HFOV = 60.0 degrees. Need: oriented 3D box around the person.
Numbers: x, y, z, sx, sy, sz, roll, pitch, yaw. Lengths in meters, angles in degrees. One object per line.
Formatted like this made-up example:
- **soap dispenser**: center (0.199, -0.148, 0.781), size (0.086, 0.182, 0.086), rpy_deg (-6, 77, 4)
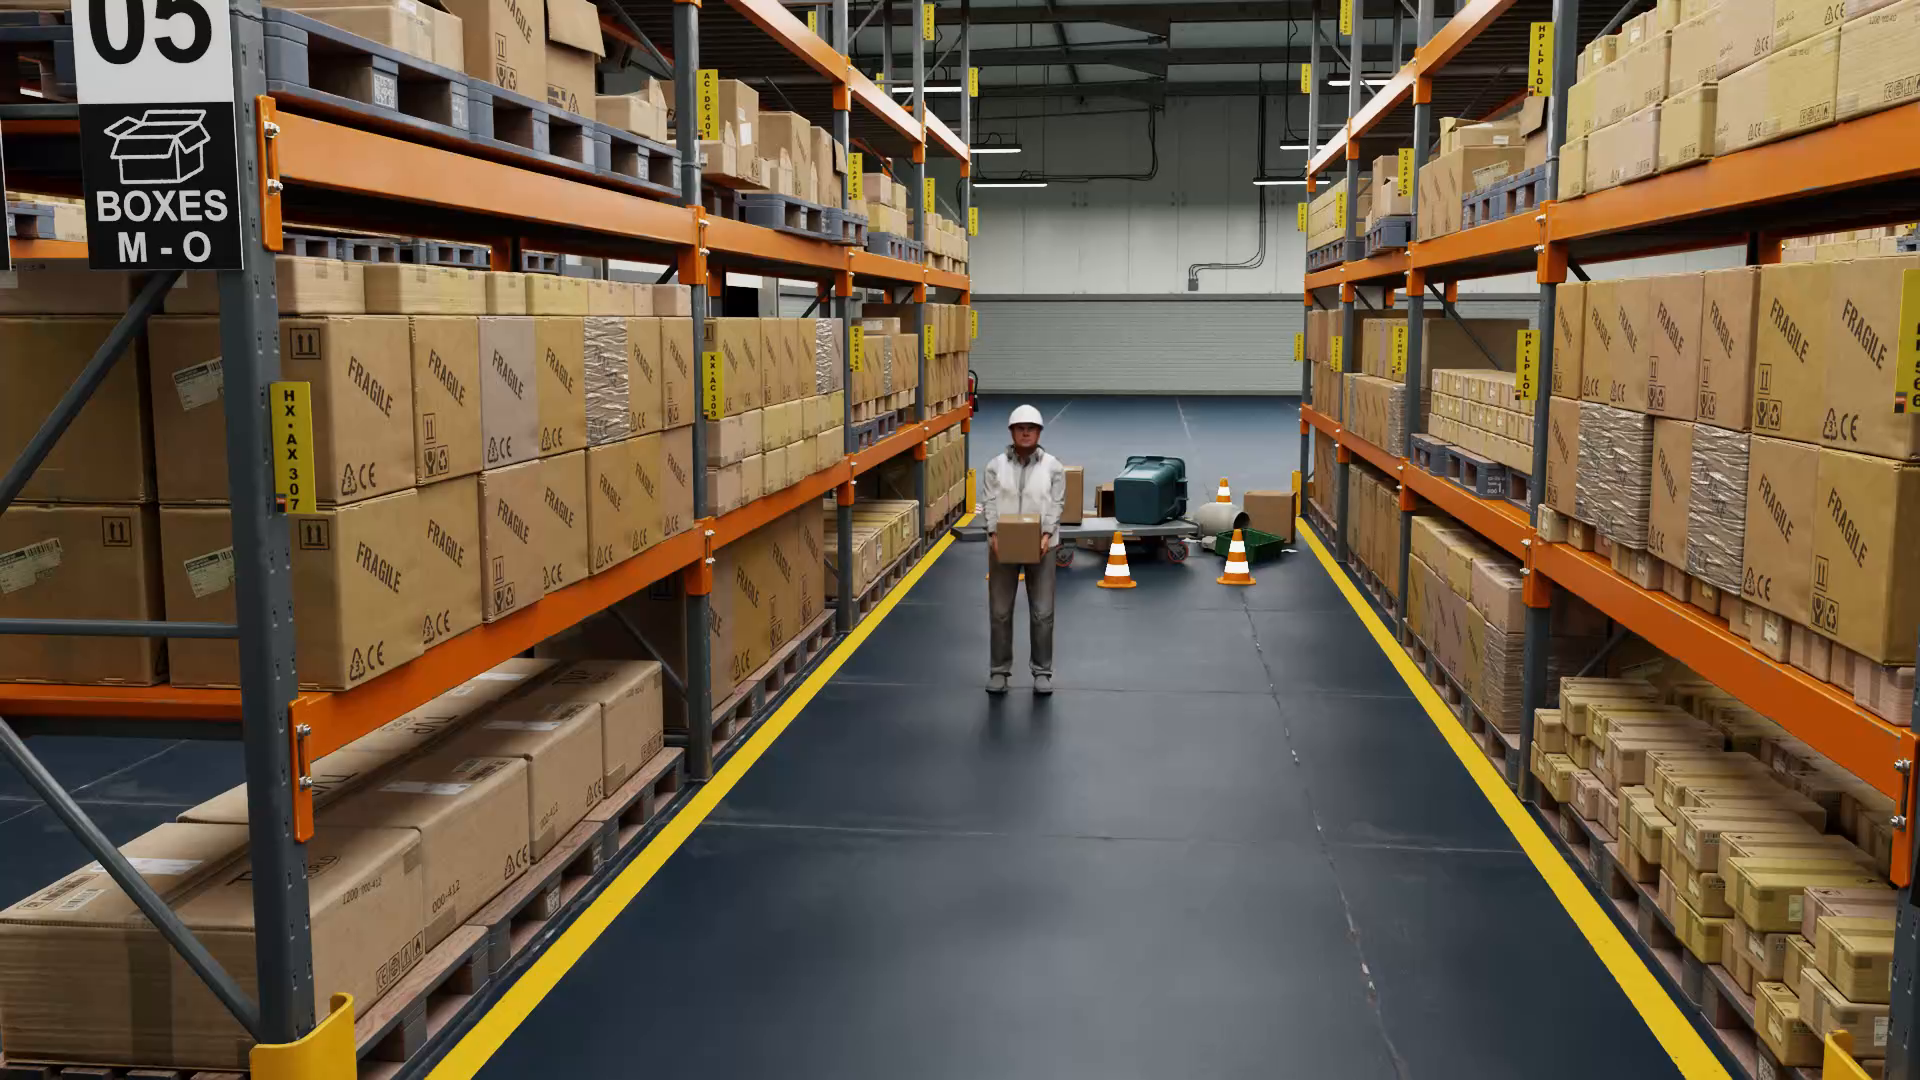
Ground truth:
- **person**: center (0.386, 0.062, 10.207), size (0.514, 1.775, 0.542), rpy_deg (1, 8, 6)
